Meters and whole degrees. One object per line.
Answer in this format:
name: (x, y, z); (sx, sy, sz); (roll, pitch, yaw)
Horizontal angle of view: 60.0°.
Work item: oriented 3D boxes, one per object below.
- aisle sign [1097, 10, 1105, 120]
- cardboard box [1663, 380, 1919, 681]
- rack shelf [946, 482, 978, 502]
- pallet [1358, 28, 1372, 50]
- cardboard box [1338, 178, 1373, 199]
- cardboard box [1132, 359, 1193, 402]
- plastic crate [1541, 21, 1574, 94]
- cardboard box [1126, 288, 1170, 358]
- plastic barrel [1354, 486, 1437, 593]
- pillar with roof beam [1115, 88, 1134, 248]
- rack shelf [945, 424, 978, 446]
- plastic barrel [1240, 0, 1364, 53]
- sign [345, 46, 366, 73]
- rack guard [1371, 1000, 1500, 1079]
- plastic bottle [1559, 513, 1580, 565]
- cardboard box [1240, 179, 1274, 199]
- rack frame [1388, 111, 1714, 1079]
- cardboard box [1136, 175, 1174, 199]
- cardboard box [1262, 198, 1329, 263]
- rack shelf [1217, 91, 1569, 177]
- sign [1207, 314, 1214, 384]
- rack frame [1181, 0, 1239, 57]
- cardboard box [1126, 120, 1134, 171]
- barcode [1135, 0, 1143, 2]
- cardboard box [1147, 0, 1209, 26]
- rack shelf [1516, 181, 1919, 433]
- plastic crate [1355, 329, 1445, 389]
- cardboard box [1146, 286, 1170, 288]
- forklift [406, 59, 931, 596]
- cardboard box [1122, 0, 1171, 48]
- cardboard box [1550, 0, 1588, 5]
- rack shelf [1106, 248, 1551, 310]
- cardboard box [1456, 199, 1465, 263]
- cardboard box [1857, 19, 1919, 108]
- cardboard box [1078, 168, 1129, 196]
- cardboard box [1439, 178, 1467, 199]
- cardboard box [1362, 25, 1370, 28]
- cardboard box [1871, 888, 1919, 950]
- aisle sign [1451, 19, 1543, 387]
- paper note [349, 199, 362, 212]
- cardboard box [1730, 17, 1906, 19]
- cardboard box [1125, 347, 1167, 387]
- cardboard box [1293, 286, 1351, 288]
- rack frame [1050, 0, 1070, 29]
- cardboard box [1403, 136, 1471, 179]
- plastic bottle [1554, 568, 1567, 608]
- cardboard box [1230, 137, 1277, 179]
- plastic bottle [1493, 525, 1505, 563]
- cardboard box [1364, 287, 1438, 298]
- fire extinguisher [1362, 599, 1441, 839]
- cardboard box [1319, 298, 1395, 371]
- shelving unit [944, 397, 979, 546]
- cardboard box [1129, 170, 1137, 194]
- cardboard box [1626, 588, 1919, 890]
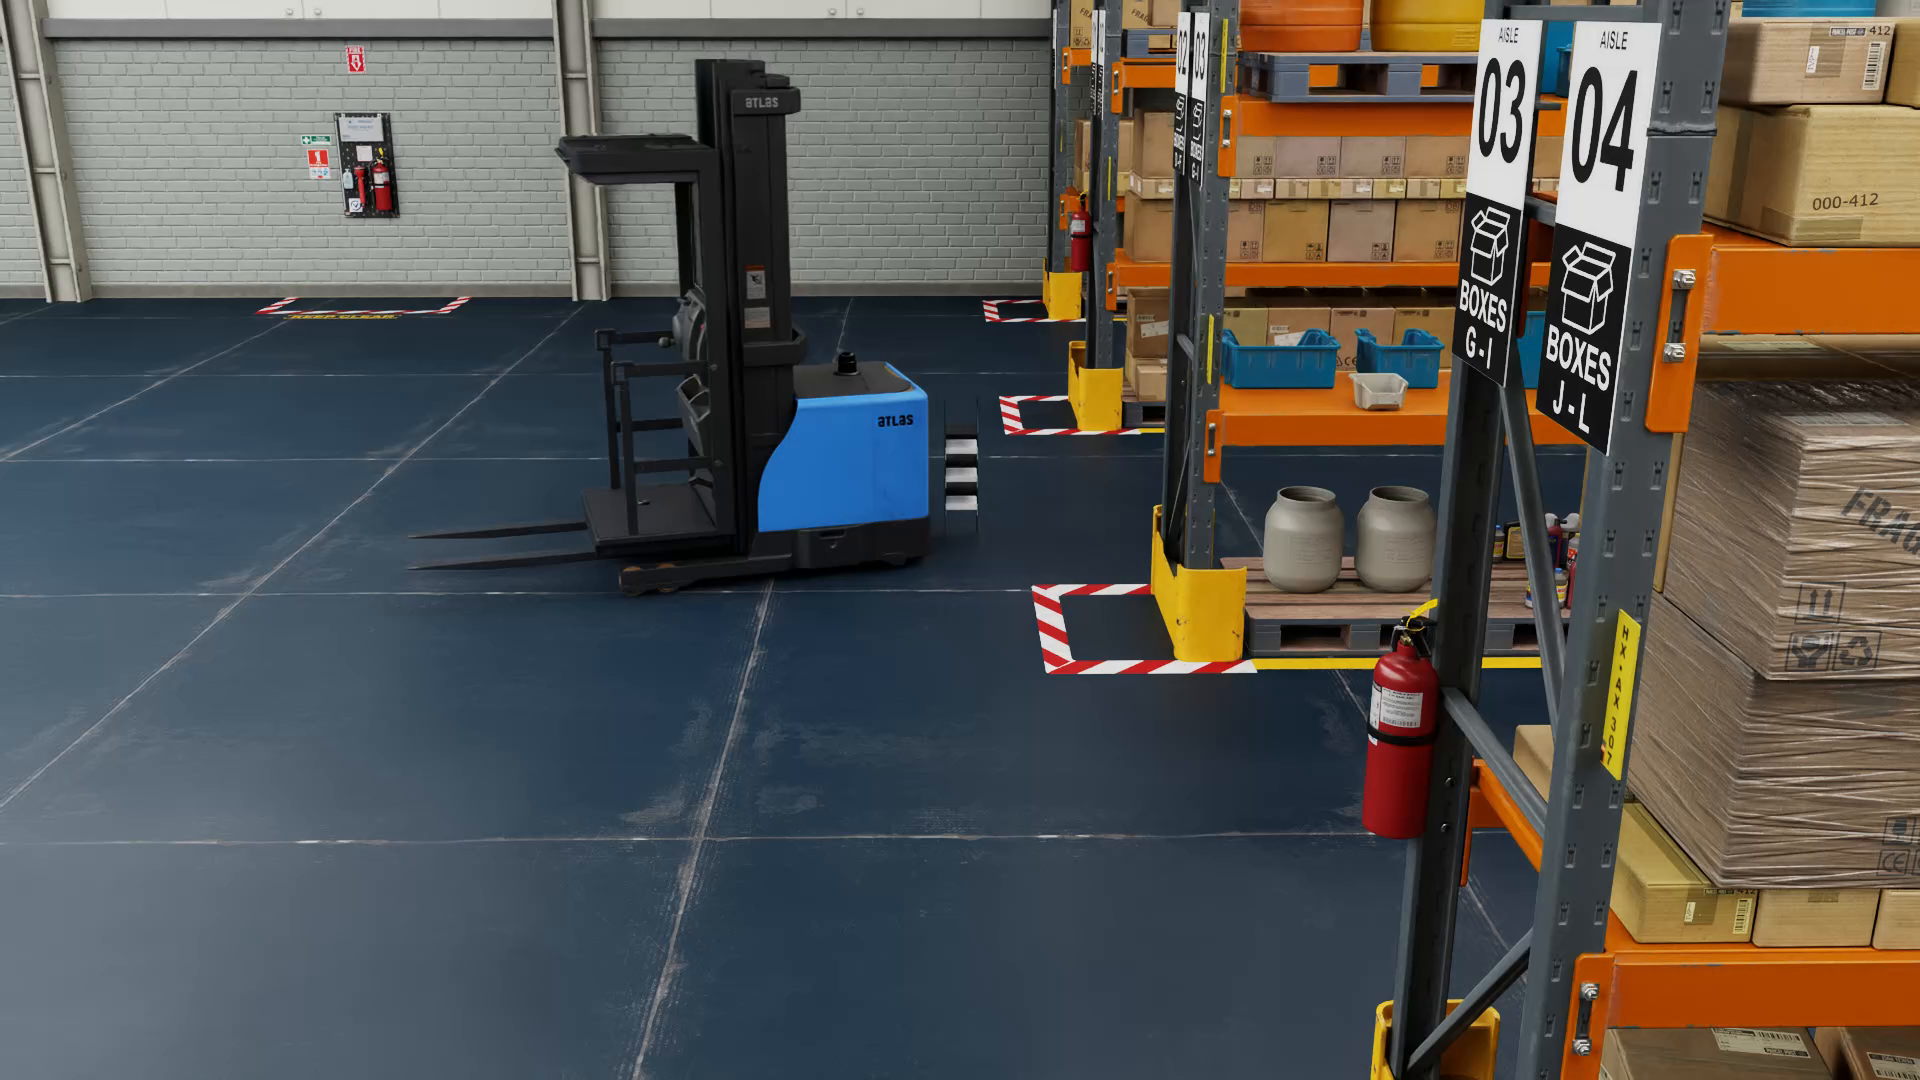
aisle sign: (1.074, -3.619, 12.662); (0.004, 0.787, 0.394); (0, 18, -1)
cardboard box: (1.842, -0.034, 3.455); (0.500, 0.500, 0.500); (0, 18, -1)
rack shelf: (0.008, -0.311, 10.448); (0.200, 0.077, 0.258); (0, 18, -1)
pallet: (3.066, -3.863, 12.914); (1.213, 0.211, 1.003); (0, 18, -1)
cardboard box: (3.068, -2.774, 13.060); (0.250, 0.149, 0.380); (0, 18, 0)
cardboard box: (1.675, -1.300, 13.504); (0.500, 0.250, 0.500); (0, 18, -1)
plastic crate: (3.112, -2.484, 8.495); (0.575, 0.384, 0.392); (0, 18, -1)
cardboard box: (1.667, -1.816, 13.884); (0.500, 0.500, 0.500); (0, 18, -1)
plastic barrel: (2.368, -0.006, 9.041); (0.421, 0.512, 0.421); (0, 18, 0)
pillar with roof beam: (1.808, -5.797, 13.887); (0.400, 9.000, 9.100); (0, 18, -1)
rack shelf: (0.008, -0.654, 10.338); (0.200, 0.077, 0.258); (0, 18, -1)
plastic barrel: (1.694, -2.836, 8.176); (0.708, 0.830, 0.600); (0, 18, -1)
sign: (-6.741, -5.360, 18.551); (0.199, 0.298, 0.001); (0, 18, -1)
rack guard: (1.364, 1.741, 4.303); (0.348, 0.500, 1.175); (0, 18, -1)
plastic bottle: (3.430, -0.011, 9.409); (0.135, 0.276, 0.152); (-1, 18, -2)
cardboard box: (2.297, -2.771, 13.049); (0.250, 0.149, 0.380); (-1, 18, -2)
rack frame: (1.288, 0.551, 3.920); (0.127, 3.000, 1.000); (0, 18, -1)
cardboard box: (1.531, -2.767, 13.038); (0.250, 0.149, 0.380); (0, 18, -1)
cardboard box: (2.624, -2.525, 13.345); (0.500, 0.500, 0.700); (0, 18, 0)
rack shelf: (3.209, -2.057, 8.317); (4.000, 0.370, 1.077); (0, 18, -1)
sign: (1.214, -0.926, 8.069); (0.005, 0.325, 0.100); (0, 18, -1)
rack frame: (1.210, -3.818, 7.719); (0.127, 3.000, 1.000); (0, 18, -1)
cardboard box: (2.030, -4.193, 17.692); (0.500, 0.500, 0.500); (0, 18, -1)
barcode: (1.429, -4.328, 13.268); (0.075, 0.075, 0.001); (0, 18, -1)
cardboard box: (1.710, -4.220, 12.797); (0.637, 0.503, 0.797); (1, 18, 3)
rack shelf: (3.288, -0.545, 3.601); (4.000, 0.370, 1.077); (0, 18, -1)
plastic crate: (2.355, -0.986, 8.955); (0.408, 0.251, 0.499); (0, 18, -1)
cardboard box: (2.317, -2.895, 18.344); (0.500, 0.311, 0.500); (1, 18, 4)
forklift: (-1.751, -1.255, 9.660); (3.031, 2.935, 1.130); (-5, 19, -16)
cardboard box: (1.929, -5.390, 17.332); (0.500, 0.500, 0.500); (1, 18, 3)
cardboard box: (4.627, -4.315, 13.096); (0.500, 0.500, 0.500); (1, 18, 4)
rack shelf: (3.135, -2.142, 13.491); (4.000, 0.370, 1.077); (0, 18, -1)
cardboard box: (4.164, -2.533, 13.369); (0.500, 0.500, 0.700); (0, 18, -1)
cardboard box: (1.828, -0.898, 3.119); (0.250, 0.149, 0.380); (0, 18, 0)
cardboard box: (1.546, -3.831, 17.793); (0.500, 0.250, 0.500); (-1, 18, -2)
cardboard box: (3.849, -2.779, 13.076); (0.250, 0.149, 0.380); (0, 18, -1)
cardboard box: (4.046, -5.416, 17.413); (0.500, 0.500, 0.500); (-2, 18, -6)
cardboard box: (2.077, 0.750, 3.710); (0.250, 0.149, 0.380); (0, 18, -1)
aisle sign: (1.221, -0.778, 3.807); (0.004, 0.787, 0.394); (0, 18, -1)
paper note: (-6.909, -3.827, 19.008); (0.142, 0.148, 0.016); (0, 18, -1)
cardboard box: (1.823, -1.058, 3.617); (0.250, 0.149, 0.380); (-1, 18, -3)
cardboard box: (1.667, -1.458, 13.997); (0.500, 0.250, 0.500); (0, 18, -1)
cardboard box: (4.016, -3.009, 18.389); (0.500, 0.500, 0.500); (-2, 18, -5)
rack frame: (1.053, -6.844, 17.151); (0.127, 3.000, 1.000); (0, 18, -1)
cardboard box: (3.685, -3.150, 13.170); (0.500, 0.500, 0.700); (0, 18, -1)
plastic bottle: (3.131, 0.247, 8.728); (0.097, 0.201, 0.097); (0, 18, 0)
cardboard box: (2.181, -3.143, 13.147); (0.500, 0.500, 0.700); (-1, 18, -2)
plastic bottle: (3.039, 0.018, 9.441); (0.097, 0.201, 0.097); (0, 18, 0)
cardboard box: (3.666, -1.830, 13.929); (0.500, 0.500, 0.500); (0, 18, -1)
fire extinguisher: (1.166, 0.448, 4.369); (0.183, 0.674, 0.296); (0, 18, -1)
cardboard box: (3.175, -1.664, 13.409); (0.500, 0.500, 0.500); (0, 18, -1)
shelving unit: (0.008, -0.429, 10.410); (0.210, 0.900, 0.258); (0, 18, -1)
cardboard box: (1.514, -2.891, 13.424); (0.250, 0.149, 0.380); (-1, 18, -2)
cardboard box: (1.838, 0.367, 3.841); (0.500, 0.500, 0.875); (0, 18, -1)
